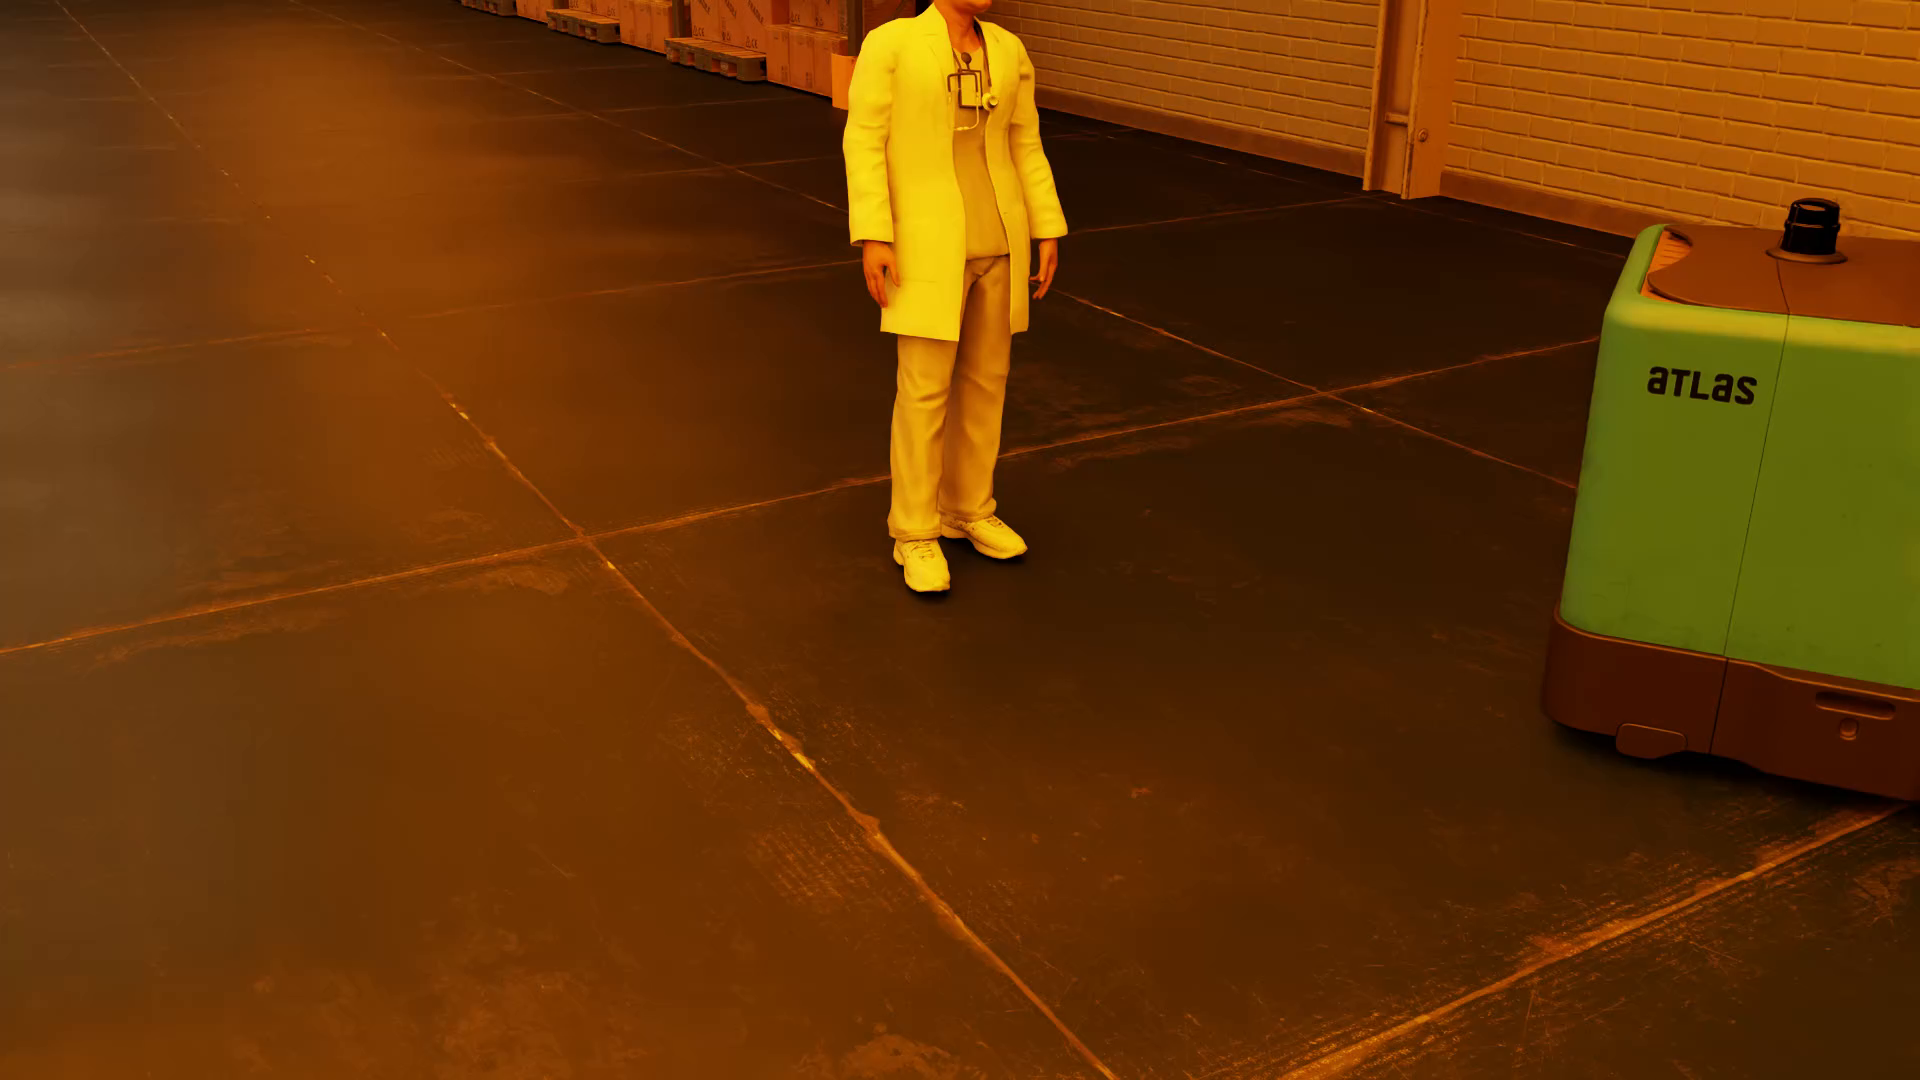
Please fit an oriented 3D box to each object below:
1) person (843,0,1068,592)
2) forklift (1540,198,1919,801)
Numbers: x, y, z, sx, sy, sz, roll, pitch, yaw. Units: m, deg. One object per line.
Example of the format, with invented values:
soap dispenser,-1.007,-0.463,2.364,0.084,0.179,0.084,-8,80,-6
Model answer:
person,0.043,-0.798,4.719,0.696,1.777,0.578,-12,25,-28
forklift,2.945,-0.801,3.226,3.031,2.935,1.130,10,24,23
